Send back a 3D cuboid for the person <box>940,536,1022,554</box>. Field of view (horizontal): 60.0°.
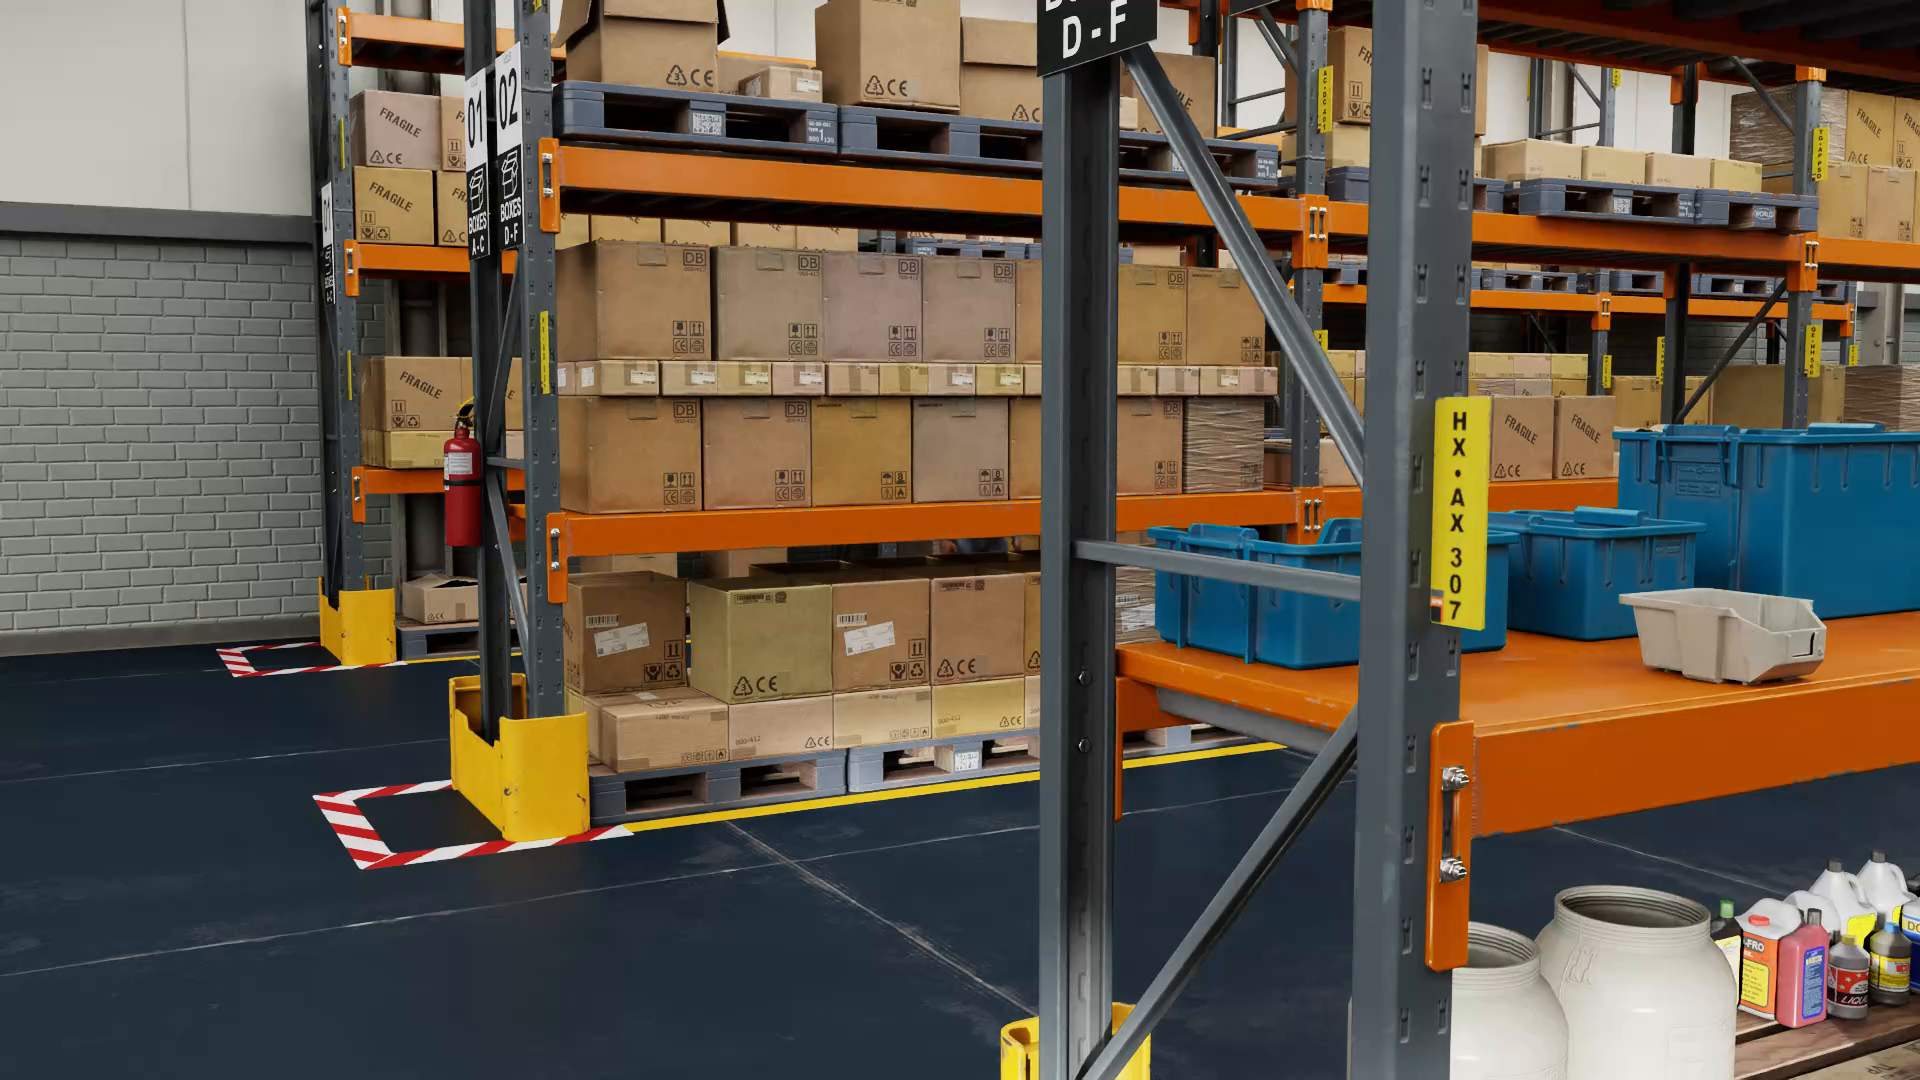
[{"bbox_3d":[0.133,-0.001,10.674,0.632,1.759,0.461,-3,6,-32],"label":"person"}]
